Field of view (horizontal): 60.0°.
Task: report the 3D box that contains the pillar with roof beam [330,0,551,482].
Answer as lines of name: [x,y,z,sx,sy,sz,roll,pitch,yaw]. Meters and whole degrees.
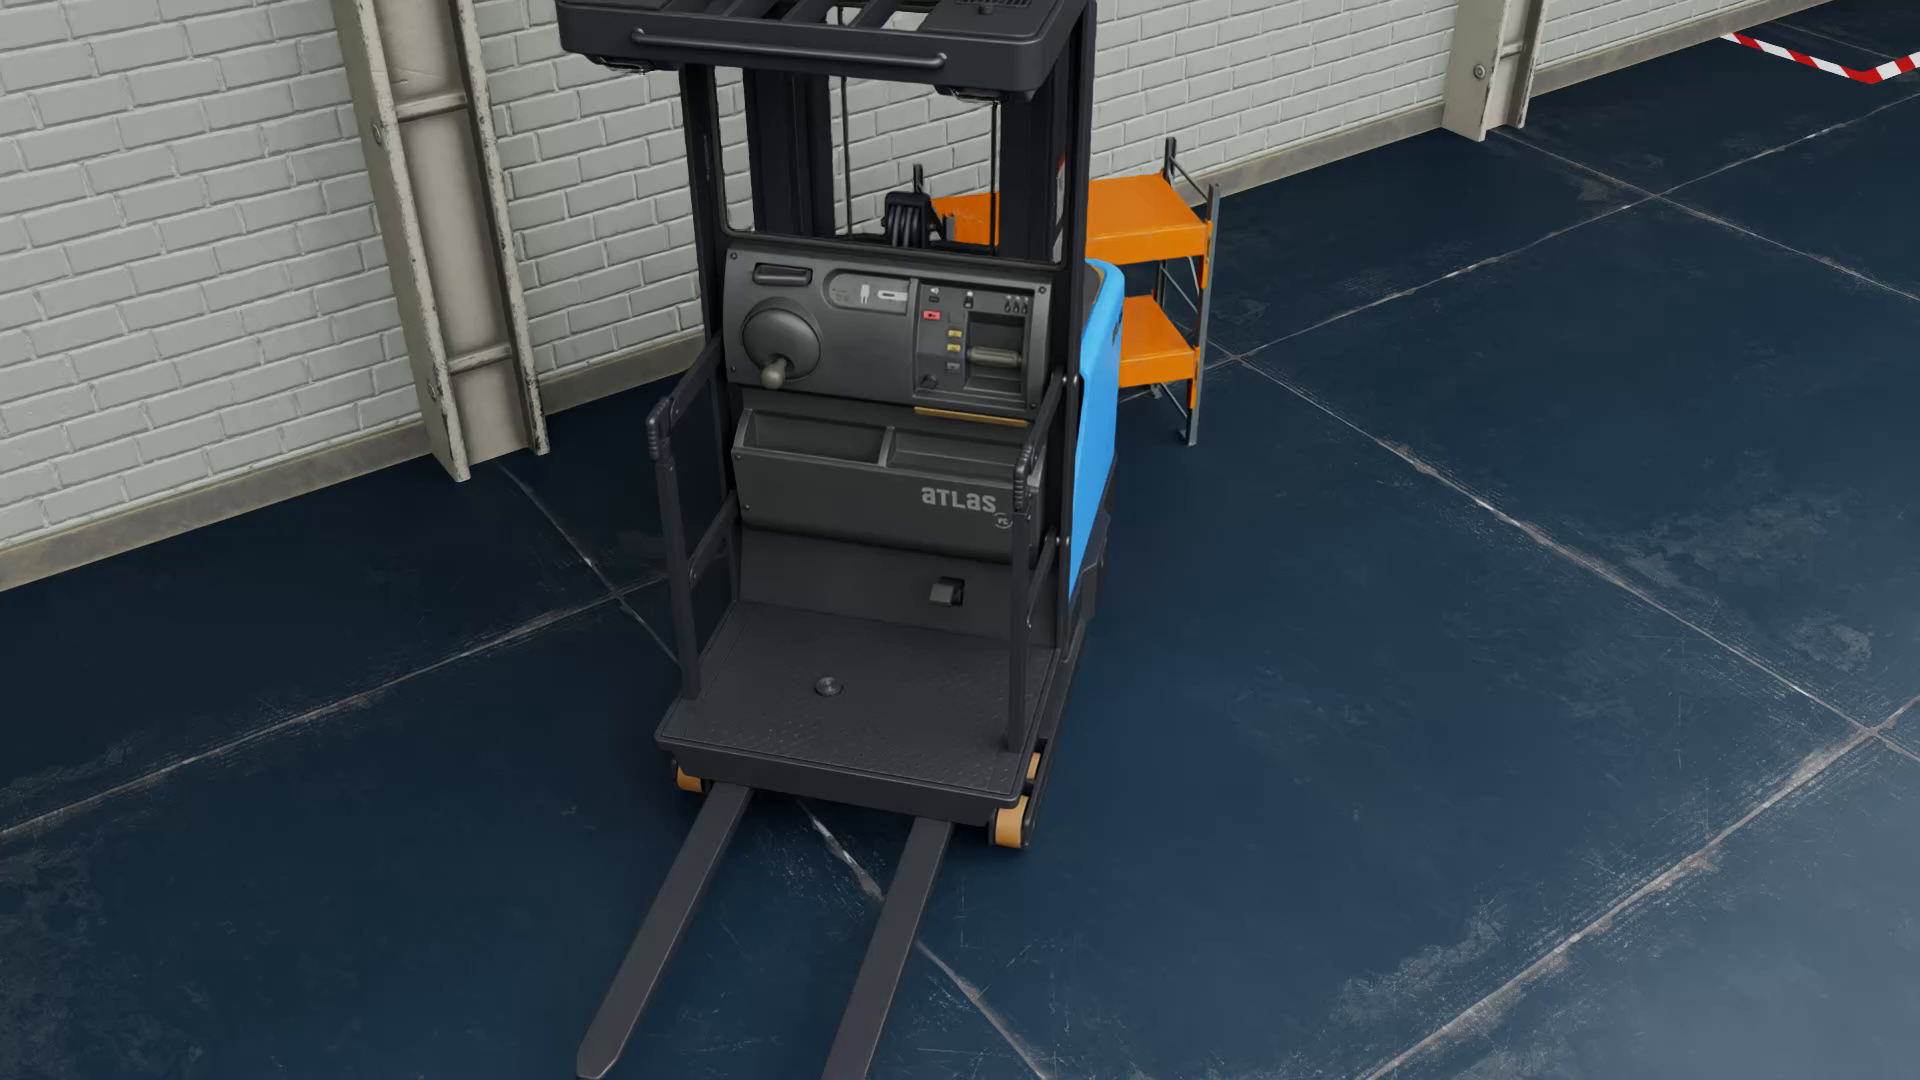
pillar with roof beam: [0.569,-1.964,1.274,0.400,9.000,9.100,-22,41,-28]

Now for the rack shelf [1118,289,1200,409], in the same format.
rack shelf: [0.394,-0.712,6.696,1.000,0.278,0.538,-9,37,-12]

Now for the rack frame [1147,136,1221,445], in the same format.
rack frame: [0.886,-0.986,6.657,0.032,1.125,0.500,-9,37,-12]

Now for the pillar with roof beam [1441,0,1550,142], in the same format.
pillar with roof beam: [5.474,-3.983,4.080,0.400,9.000,9.100,-22,41,-28]

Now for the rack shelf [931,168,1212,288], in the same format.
rack shelf: [0.394,-1.148,6.382,1.000,0.278,0.538,-9,37,-12]

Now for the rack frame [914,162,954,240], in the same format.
rack frame: [-0.098,-0.835,6.448,0.032,1.125,0.500,-9,37,-12]

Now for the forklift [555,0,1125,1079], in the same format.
forklift: [-0.259,-0.517,4.458,1.130,2.935,3.031,8,36,11]

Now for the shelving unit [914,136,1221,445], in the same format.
shelving unit: [0.394,-0.911,6.553,1.048,1.125,0.538,-9,37,-12]
